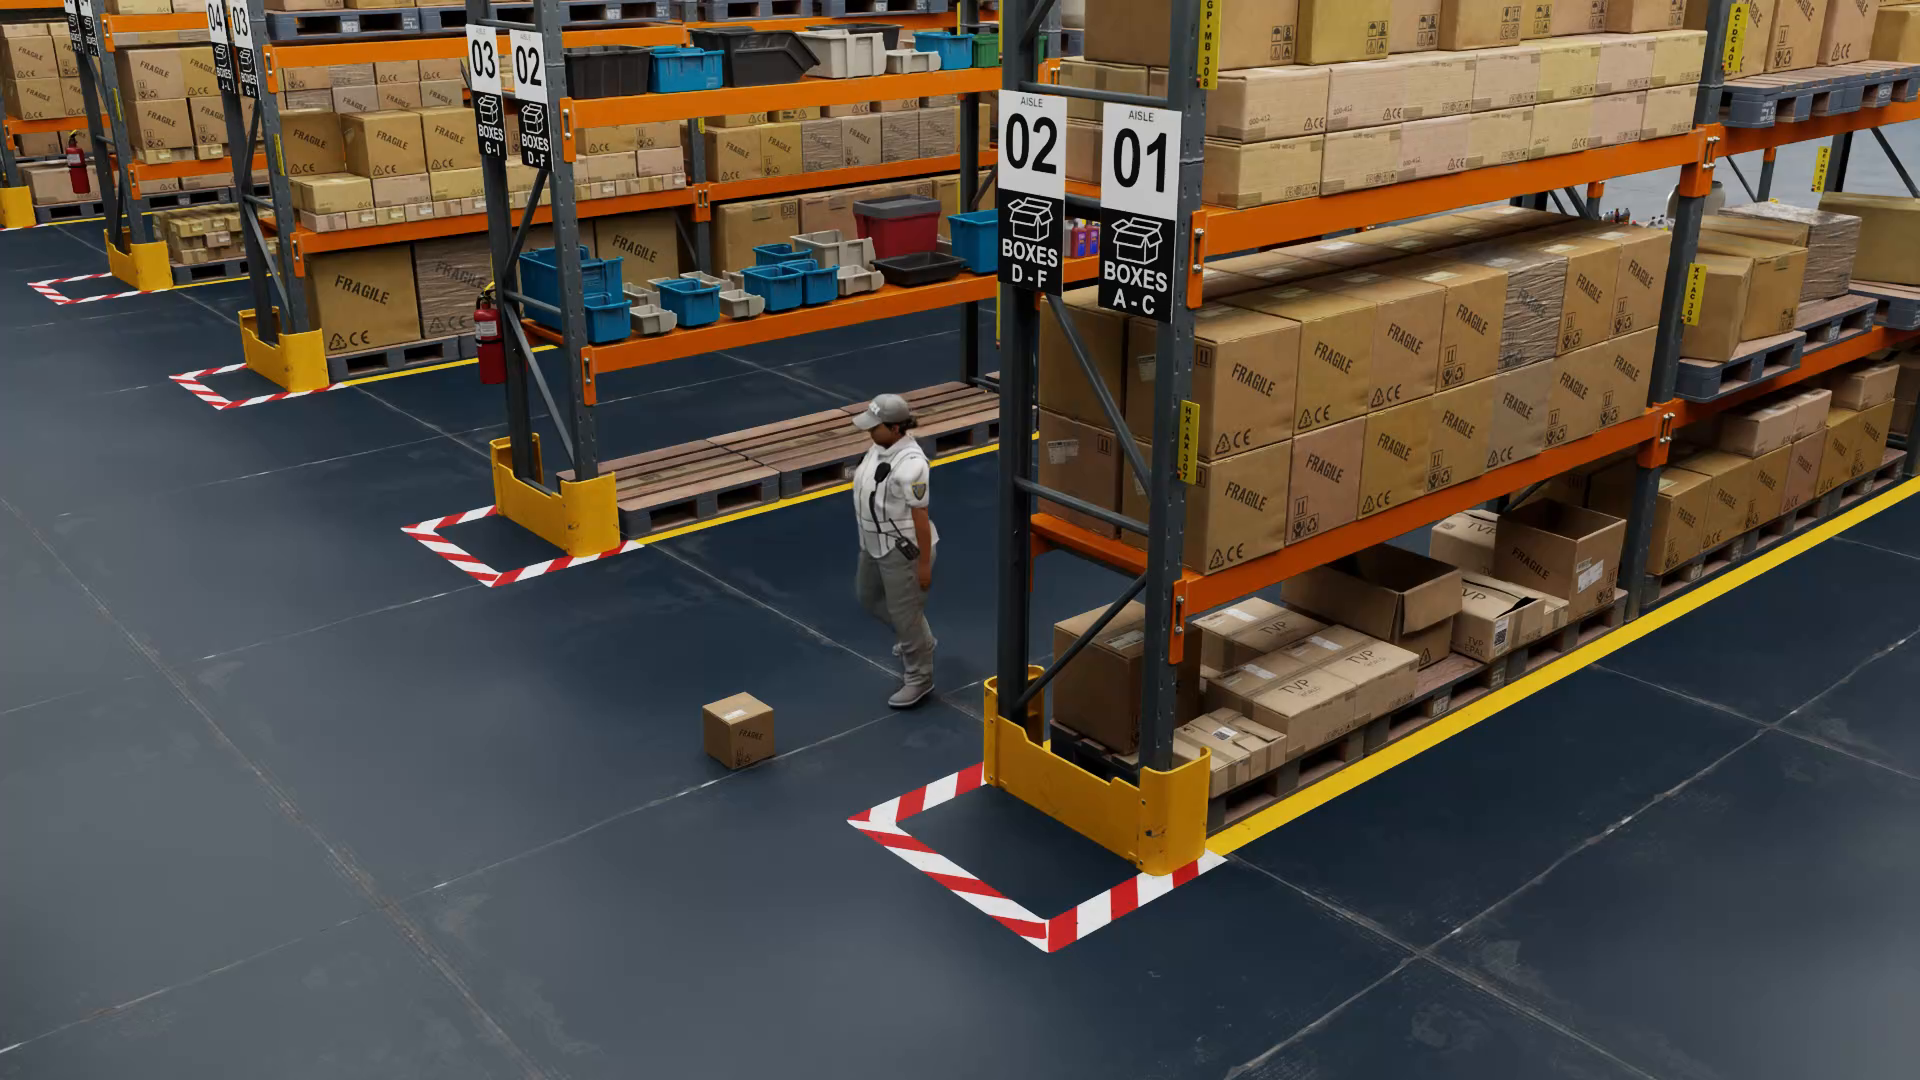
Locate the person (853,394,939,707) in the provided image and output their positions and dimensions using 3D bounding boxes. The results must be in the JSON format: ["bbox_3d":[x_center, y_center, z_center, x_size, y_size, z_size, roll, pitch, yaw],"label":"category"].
[{"bbox_3d":[-0.312,0.013,8.524,0.532,1.656,0.657,-10,23,-23],"label":"person"}]
